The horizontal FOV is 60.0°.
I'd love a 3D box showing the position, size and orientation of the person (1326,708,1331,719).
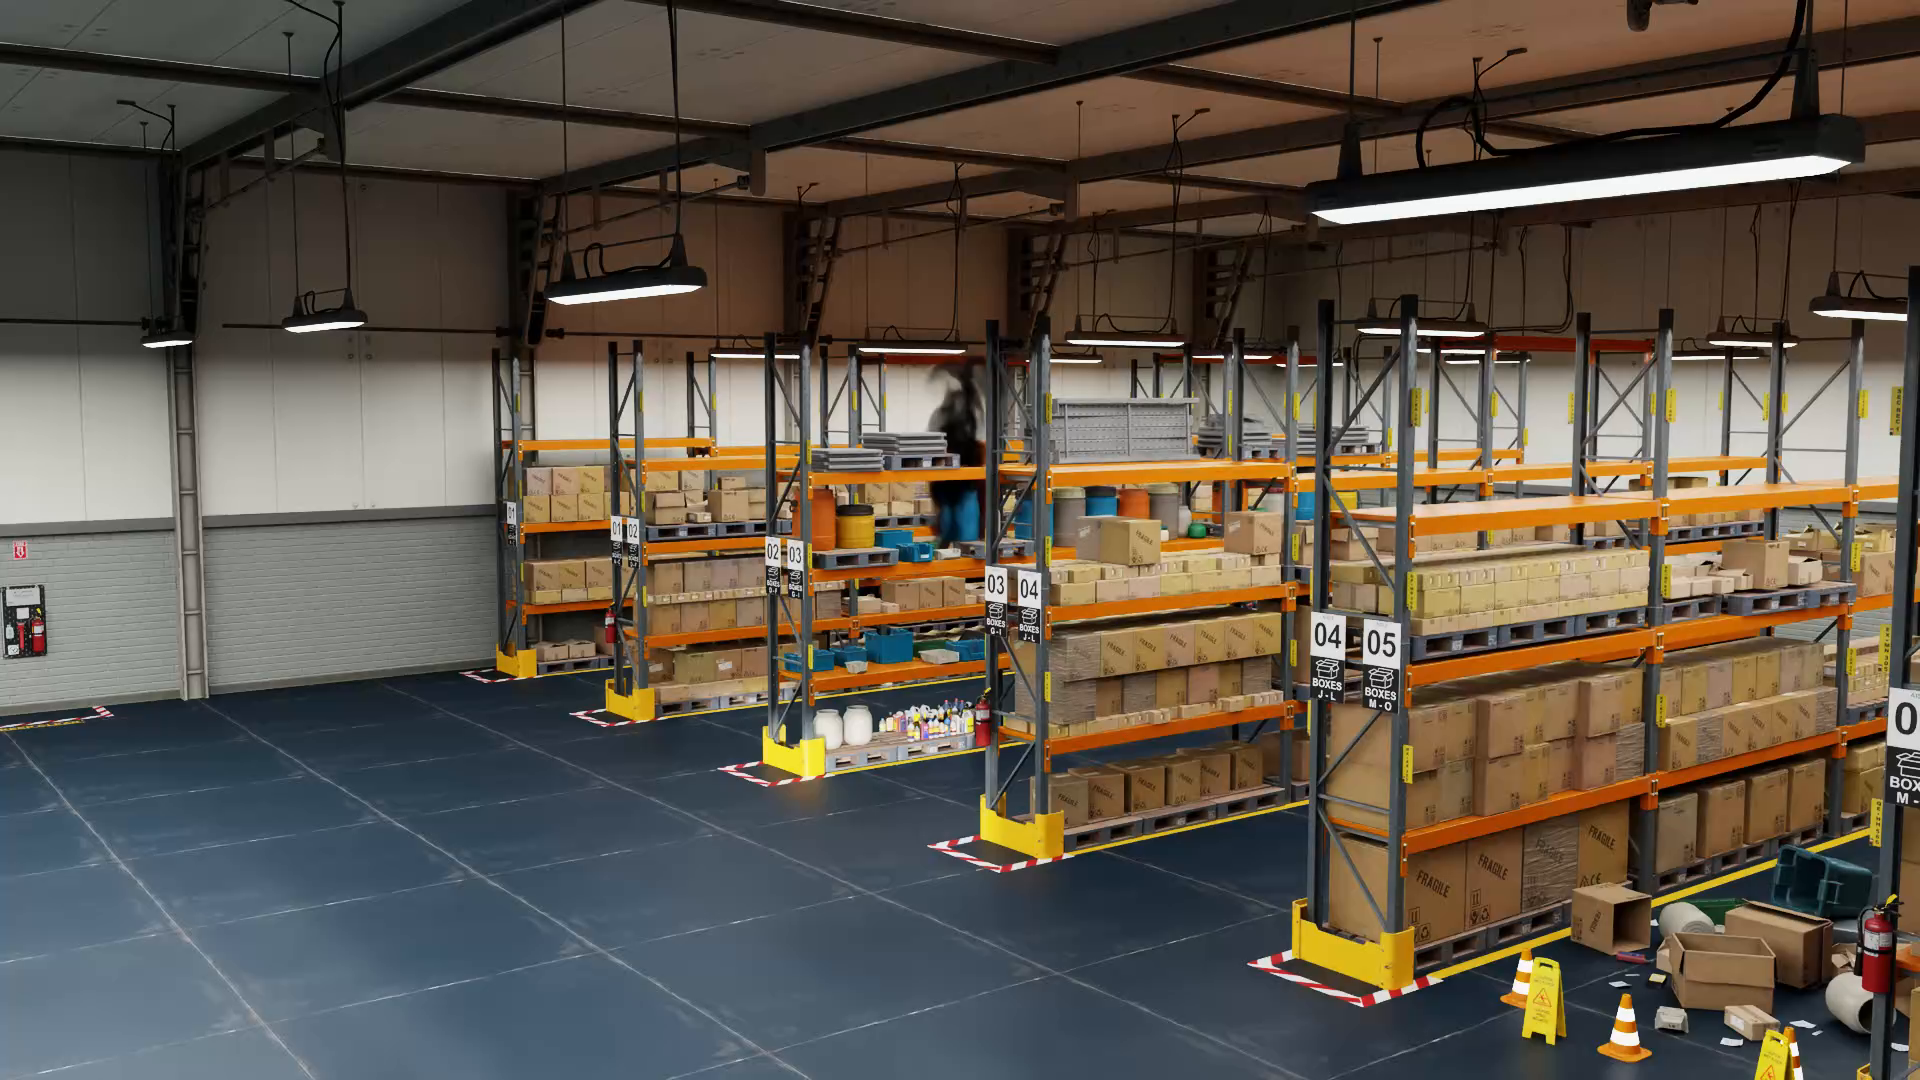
[{"bbox_3d":[5.834,2.037,26.466,0.553,1.629,0.580,-5,7,-43],"label":"person"}]
